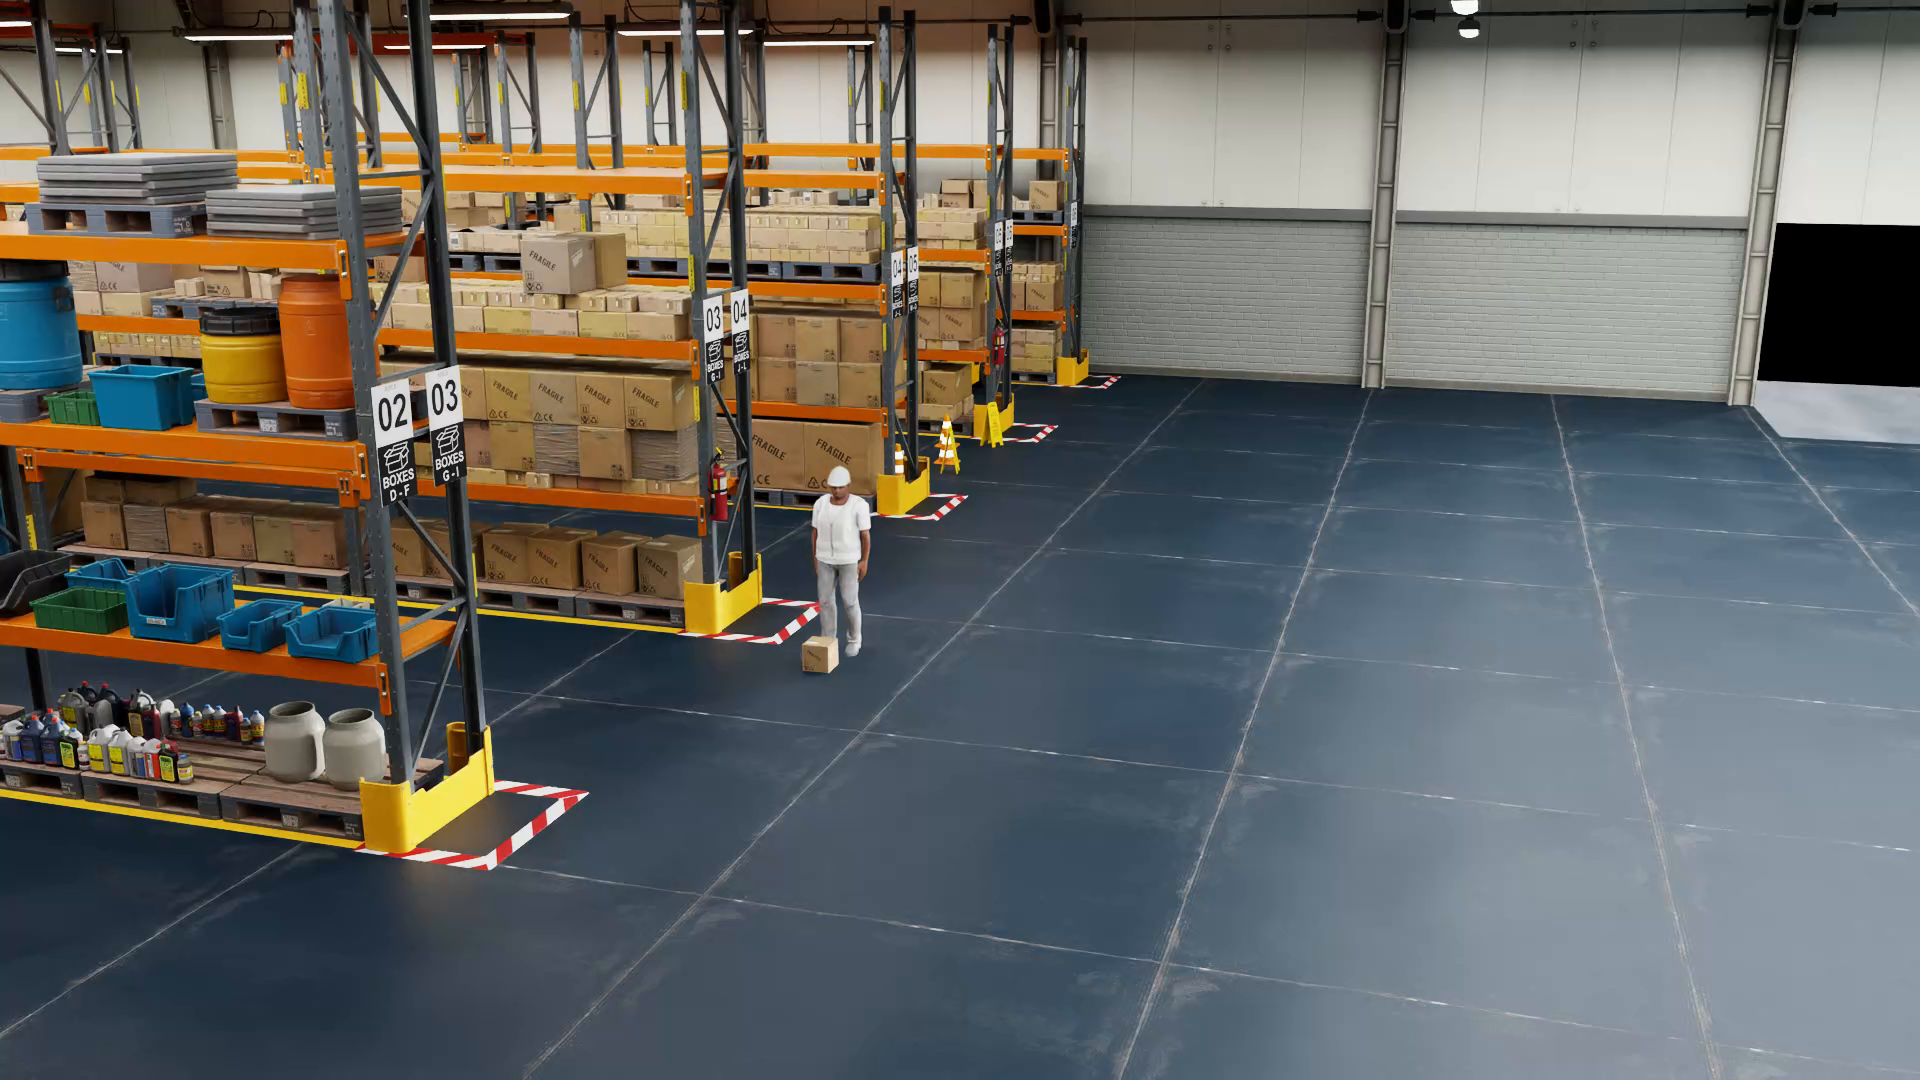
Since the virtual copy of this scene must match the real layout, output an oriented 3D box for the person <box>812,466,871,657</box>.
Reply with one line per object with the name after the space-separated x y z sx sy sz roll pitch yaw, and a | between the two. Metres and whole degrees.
-1.101 0.187 15.292 0.567 1.771 0.368 5 16 17 | person
